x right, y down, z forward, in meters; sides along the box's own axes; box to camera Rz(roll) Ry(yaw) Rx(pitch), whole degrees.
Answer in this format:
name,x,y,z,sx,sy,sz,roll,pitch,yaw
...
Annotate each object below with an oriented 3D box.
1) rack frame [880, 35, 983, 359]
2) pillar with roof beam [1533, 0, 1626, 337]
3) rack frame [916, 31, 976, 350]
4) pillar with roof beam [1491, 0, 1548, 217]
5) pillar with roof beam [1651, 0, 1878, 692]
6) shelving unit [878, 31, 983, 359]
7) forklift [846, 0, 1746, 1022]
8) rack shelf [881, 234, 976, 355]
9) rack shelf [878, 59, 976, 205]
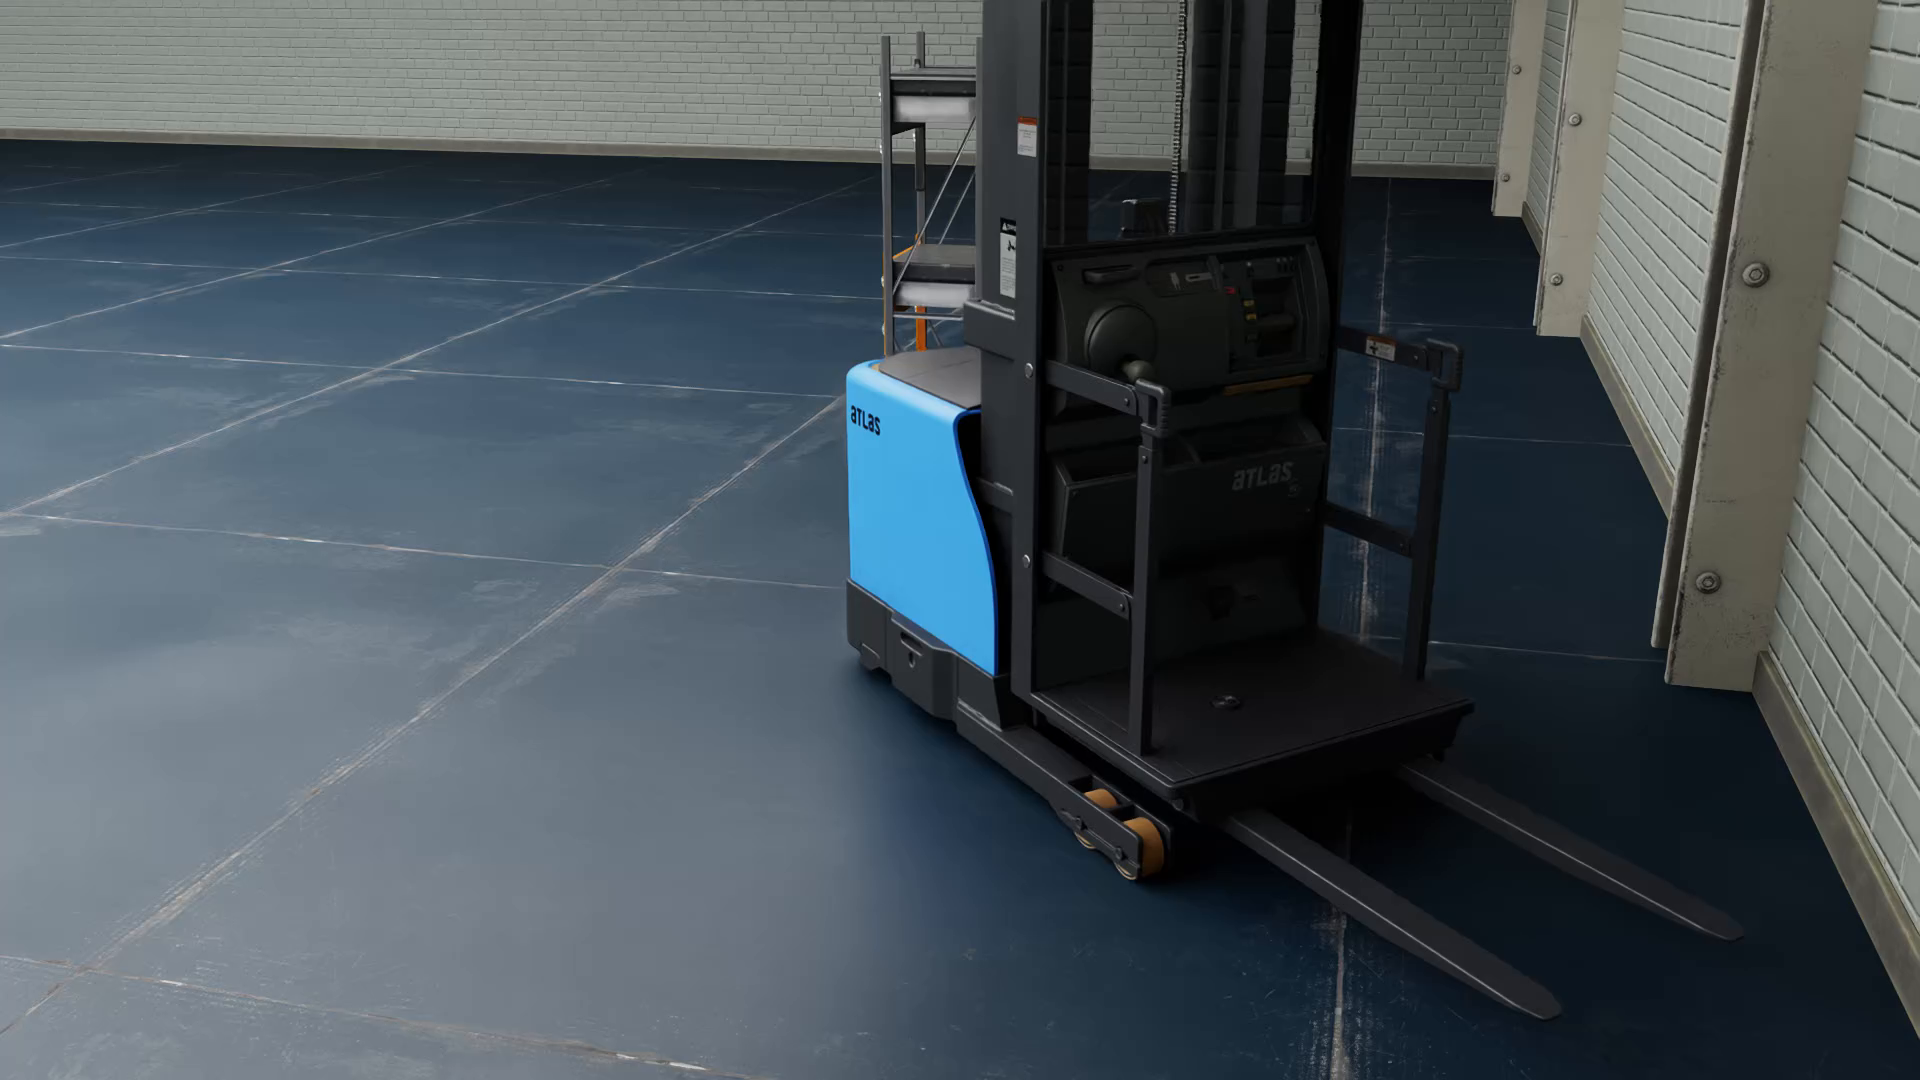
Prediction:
name,x,y,z,sx,sy,sz,roll,pitch,yaw
rack frame,-0.100,-0.865,6.472,0.400,2.100,0.015,5,19,13
pillar with roof beam,-0.074,-6.033,10.927,9.100,9.000,0.400,5,19,13
rack frame,0.019,-1.018,6.920,0.400,2.100,0.015,5,19,13
pillar with roof beam,1.392,-7.913,16.433,9.100,9.000,0.400,5,19,13
pillar with roof beam,-1.540,-4.152,5.421,9.100,9.000,0.400,5,19,13
shelving unit,-0.040,-0.942,6.696,0.431,2.100,0.503,5,19,13
forklift,0.772,-0.637,4.518,1.130,2.935,3.031,-11,22,-28
rack shelf,-0.040,-0.929,6.701,0.431,0.518,0.480,5,19,13
rack shelf,-0.040,-1.591,6.474,0.431,0.518,0.480,5,19,13
